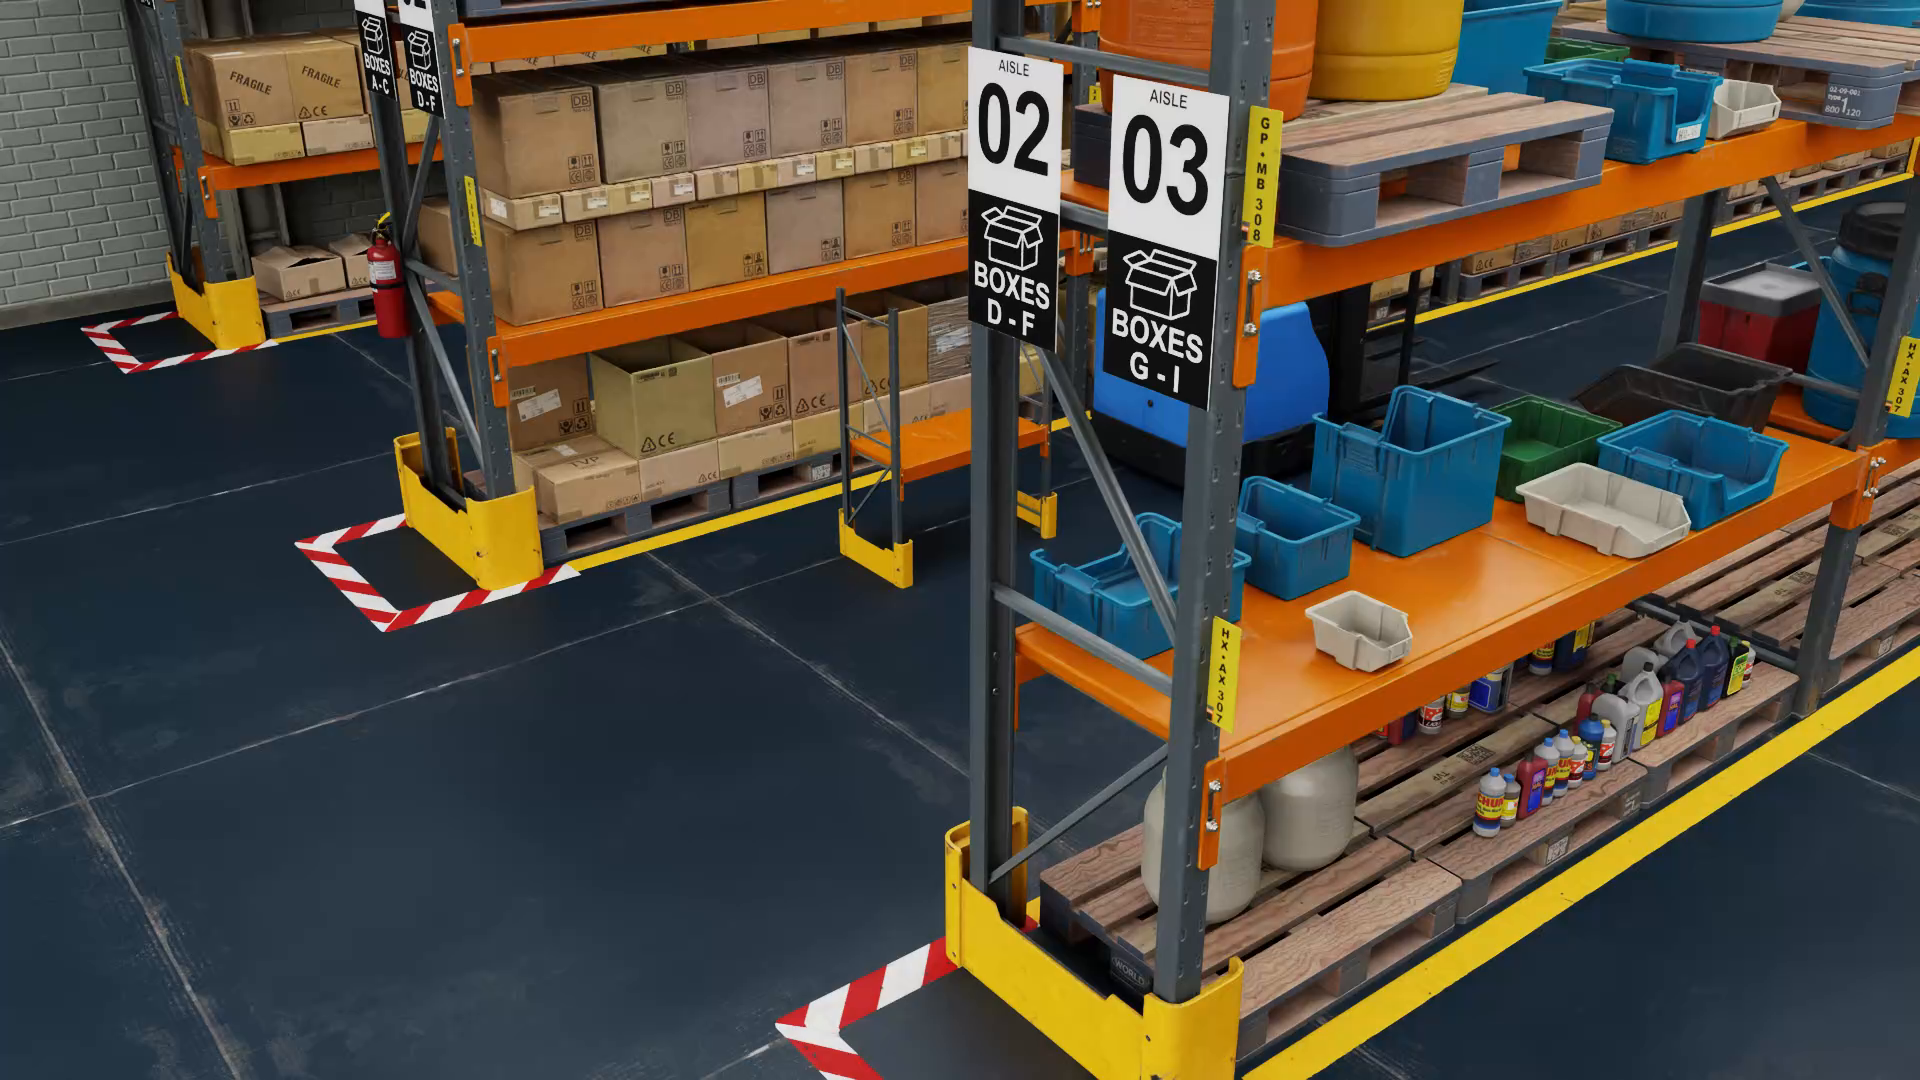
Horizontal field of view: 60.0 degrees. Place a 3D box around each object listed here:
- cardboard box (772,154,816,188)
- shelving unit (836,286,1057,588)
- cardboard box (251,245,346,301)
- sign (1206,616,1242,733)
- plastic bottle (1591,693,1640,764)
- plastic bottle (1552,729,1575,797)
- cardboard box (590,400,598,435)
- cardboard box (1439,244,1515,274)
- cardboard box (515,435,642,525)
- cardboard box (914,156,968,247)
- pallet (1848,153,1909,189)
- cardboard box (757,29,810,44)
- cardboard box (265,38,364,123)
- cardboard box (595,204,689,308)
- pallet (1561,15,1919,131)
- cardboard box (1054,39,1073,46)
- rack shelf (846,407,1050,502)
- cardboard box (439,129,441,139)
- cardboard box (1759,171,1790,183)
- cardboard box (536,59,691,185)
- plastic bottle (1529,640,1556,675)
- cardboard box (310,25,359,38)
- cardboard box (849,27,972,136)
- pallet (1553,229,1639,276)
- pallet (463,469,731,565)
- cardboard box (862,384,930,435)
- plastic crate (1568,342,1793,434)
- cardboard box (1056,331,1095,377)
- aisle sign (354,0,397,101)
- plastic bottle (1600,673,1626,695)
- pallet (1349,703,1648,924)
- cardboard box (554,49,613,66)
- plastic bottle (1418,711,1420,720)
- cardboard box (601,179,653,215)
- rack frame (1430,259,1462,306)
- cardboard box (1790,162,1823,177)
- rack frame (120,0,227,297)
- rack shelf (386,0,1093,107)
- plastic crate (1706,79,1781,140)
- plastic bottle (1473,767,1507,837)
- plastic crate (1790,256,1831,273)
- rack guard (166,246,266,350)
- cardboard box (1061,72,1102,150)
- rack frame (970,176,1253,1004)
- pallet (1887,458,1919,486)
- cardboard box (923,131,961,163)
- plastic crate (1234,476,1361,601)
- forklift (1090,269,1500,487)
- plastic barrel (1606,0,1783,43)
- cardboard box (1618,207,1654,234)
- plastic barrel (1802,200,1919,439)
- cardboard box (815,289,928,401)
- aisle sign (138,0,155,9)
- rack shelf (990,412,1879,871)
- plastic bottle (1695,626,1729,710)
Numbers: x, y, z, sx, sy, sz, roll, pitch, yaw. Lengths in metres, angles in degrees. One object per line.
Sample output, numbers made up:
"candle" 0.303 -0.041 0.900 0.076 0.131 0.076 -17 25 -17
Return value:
"cardboard box" -1.015 -2.099 9.319 0.250 0.149 0.380 -18 30 -34
"shelving unit" -0.060 -0.661 8.892 1.083 1.500 0.587 -18 31 -34
"cardboard box" -5.127 -2.099 12.881 0.500 0.311 0.500 -23 33 -40
"sign" 0.723 0.370 4.560 0.005 0.325 0.100 -18 31 -34
"plastic bottle" 2.670 0.747 6.791 0.135 0.276 0.152 -18 30 -33
"plastic bottle" 2.354 0.868 6.535 0.097 0.271 0.097 0 25 0
"cardboard box" -2.041 -0.644 9.841 0.500 0.250 0.500 -18 31 -34
"cardboard box" 4.163 -2.497 13.513 0.500 0.500 0.500 -17 30 -32
"cardboard box" -2.108 -0.338 9.183 0.500 0.250 0.500 -18 31 -34
"cardboard box" -0.276 -2.157 10.216 0.500 0.500 0.700 -19 31 -35
"pallet" 9.237 -3.993 17.604 1.213 0.211 1.003 -18 31 -34
"cardboard box" -1.713 -4.517 14.778 0.500 0.500 0.700 -15 29 -29
"cardboard box" -4.770 -3.400 12.277 0.500 0.500 0.500 -18 30 -34
"cardboard box" -1.881 -1.630 9.080 0.500 0.500 0.700 -17 30 -33
"pallet" 3.027 -1.782 6.187 1.003 0.211 1.213 -18 31 -34
"cardboard box" 0.971 -4.951 16.630 0.250 0.149 0.380 -19 31 -35
"rack shelf" -0.067 -0.495 8.962 1.000 0.185 0.538 -18 31 -34
"cardboard box" -3.943 -3.333 13.022 0.500 0.250 0.500 -18 30 -34
"cardboard box" 7.914 -3.626 16.343 0.250 0.166 0.380 -18 31 -34
"cardboard box" -1.840 -2.232 8.837 0.500 0.500 0.700 -19 31 -35
"plastic bottle" 2.603 0.461 7.411 0.097 0.271 0.097 0 25 0
"cardboard box" -4.680 -3.707 12.937 0.500 0.500 0.500 -19 31 -35
"cardboard box" -0.261 -2.753 9.959 0.500 0.500 0.700 -18 31 -34
"pallet" 5.199 -2.639 14.686 1.213 0.211 1.003 -18 31 -34
"pallet" -2.091 -0.277 9.596 1.213 0.211 1.003 -18 31 -34
"cardboard box" -0.533 -0.857 10.302 0.500 0.250 0.500 -18 31 -34
"plastic crate" 3.044 -0.605 7.063 0.504 0.338 0.767 -18 31 -34
"cardboard box" 0.951 -1.334 11.329 0.500 0.250 0.500 -19 31 -35
"aisle sign" -2.900 -2.589 8.177 0.004 0.787 0.394 -18 31 -34
"plastic bottle" 2.717 0.675 6.936 0.133 0.283 0.061 -18 31 -34
"pallet" 2.019 1.018 6.807 1.213 0.211 1.003 -18 31 -34
"cardboard box" -3.149 -3.933 13.425 0.500 0.500 0.500 -18 31 -34
"plastic bottle" 1.886 0.634 7.034 0.135 0.276 0.152 -19 31 -35
"cardboard box" -1.822 -1.833 8.748 0.250 0.149 0.380 -18 30 -34
"rack frame" 3.628 -3.407 13.029 0.127 3.000 1.000 -18 31 -34
"cardboard box" 8.251 -4.003 16.756 0.637 0.503 0.797 -18 31 -34
"rack frame" -5.727 -2.969 12.085 0.127 3.000 1.000 -18 31 -34
"rack shelf" -1.093 -2.883 9.191 4.000 0.370 1.077 -18 31 -34
"plastic crate" 2.521 -1.417 5.489 0.396 0.136 0.243 -18 31 -34
"plastic bottle" 2.006 0.983 6.288 0.097 0.271 0.097 0 25 0
"plastic crate" 4.210 -1.109 8.095 0.575 0.384 0.392 -18 31 -34
"rack guard" -5.667 -1.855 12.654 0.348 0.500 1.175 -18 31 -34
"cardboard box" 1.228 -4.410 17.245 0.750 0.750 0.750 -19 31 -35
"rack frame" 0.387 0.313 5.013 0.127 3.000 1.000 -18 31 -34
"pallet" 6.048 -0.312 9.672 1.213 0.211 1.003 -18 31 -34
"cardboard box" -0.207 -2.365 9.894 0.250 0.149 0.380 -18 31 -34
"plastic crate" 1.110 -0.016 5.898 0.408 0.251 0.499 -18 31 -34
"forklift" 2.287 -2.084 10.258 3.031 2.935 1.130 -18 30 -33
"plastic barrel" 2.685 -2.282 5.946 0.708 0.901 0.600 -18 31 -34
"cardboard box" 5.776 -3.033 14.670 0.500 0.500 0.500 -18 30 -33
"plastic barrel" 4.025 -0.954 7.147 0.708 0.901 0.600 -18 31 -34
"cardboard box" -0.541 -1.202 10.153 0.500 0.500 0.500 -18 31 -34
"aisle sign" -5.598 -4.031 11.283 0.004 0.787 0.394 -18 31 -34
"rack shelf" 1.960 0.119 6.284 4.000 0.370 1.077 -18 31 -34
"plastic bottle" 3.205 0.538 7.151 0.185 0.351 0.144 -19 31 -35
